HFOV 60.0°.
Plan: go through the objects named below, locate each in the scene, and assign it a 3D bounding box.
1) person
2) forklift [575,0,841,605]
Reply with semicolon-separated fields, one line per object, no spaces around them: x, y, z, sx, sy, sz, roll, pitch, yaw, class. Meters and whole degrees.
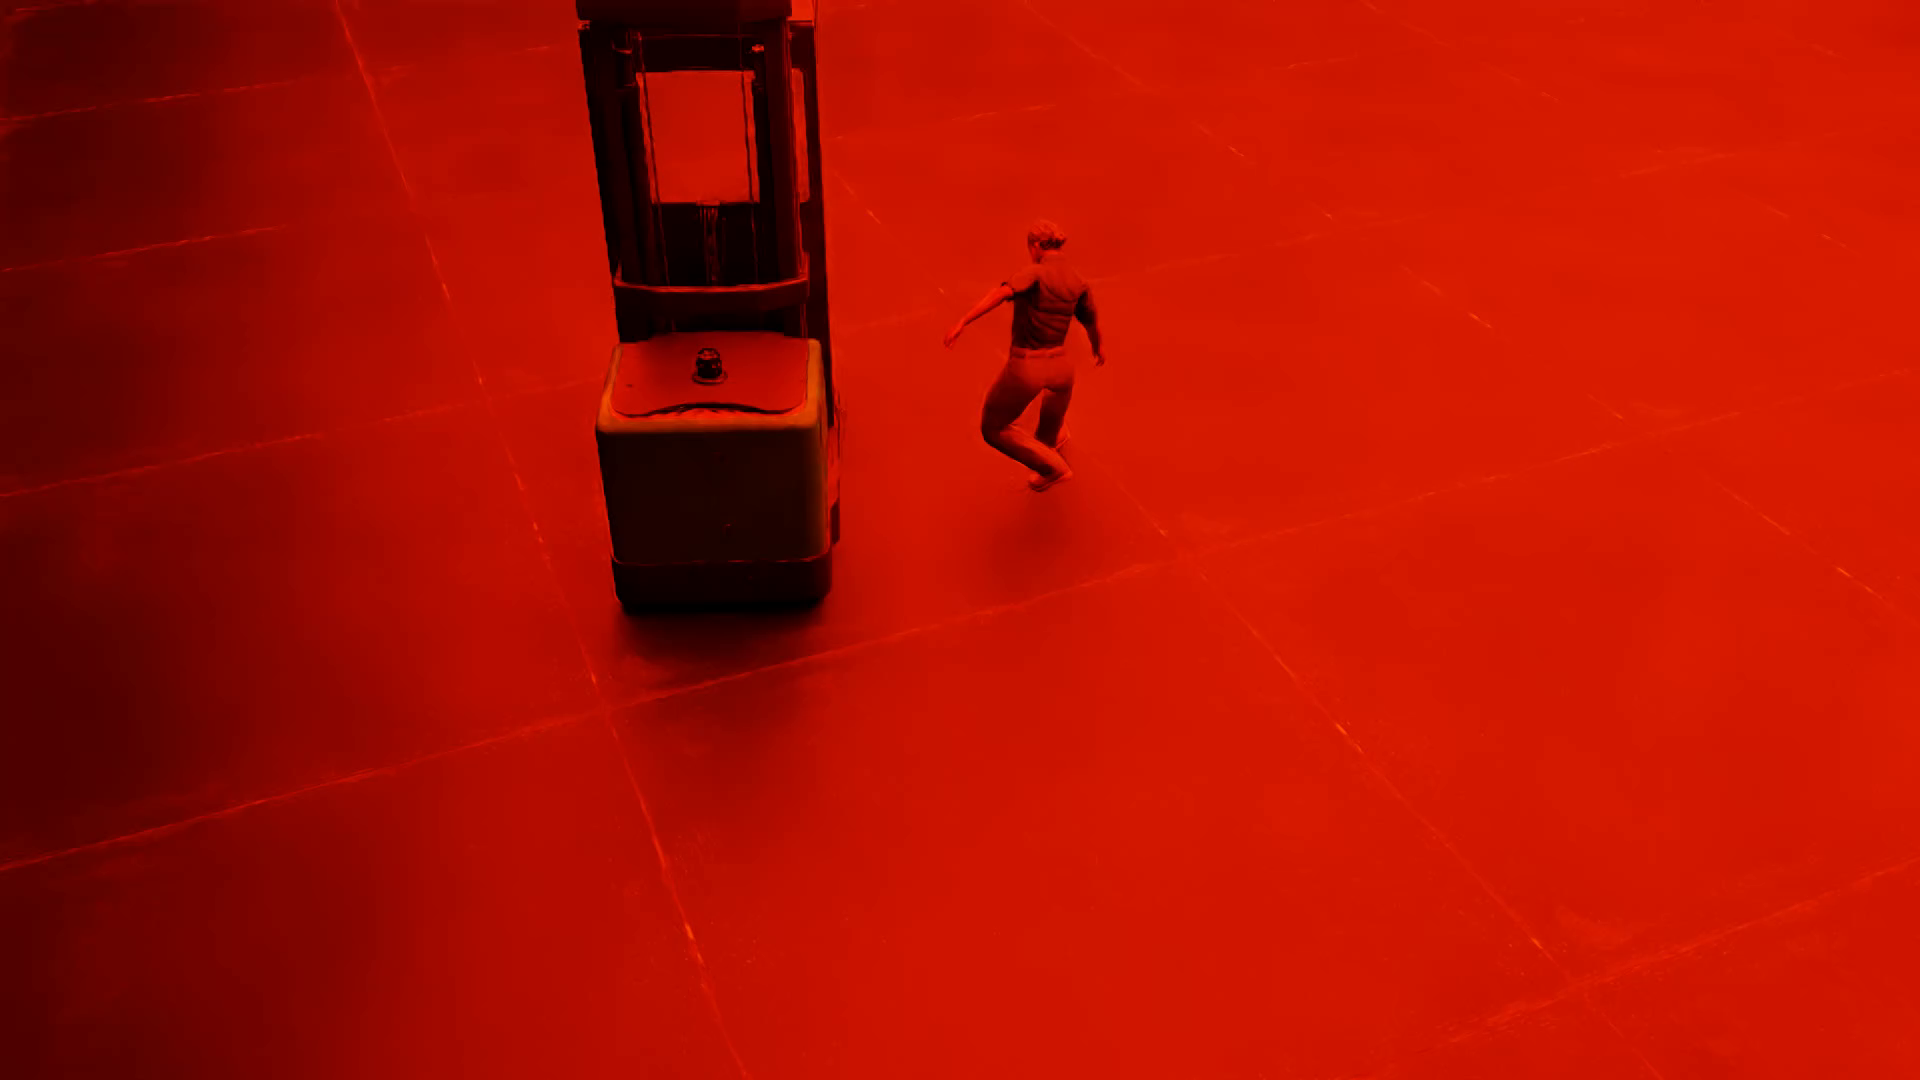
0.333;-0.908;8.667;1.096;1.423;0.693;-15;38;-21;person
-1.233;-1.711;8.505;1.130;2.935;3.031;-2;35;-2;forklift
